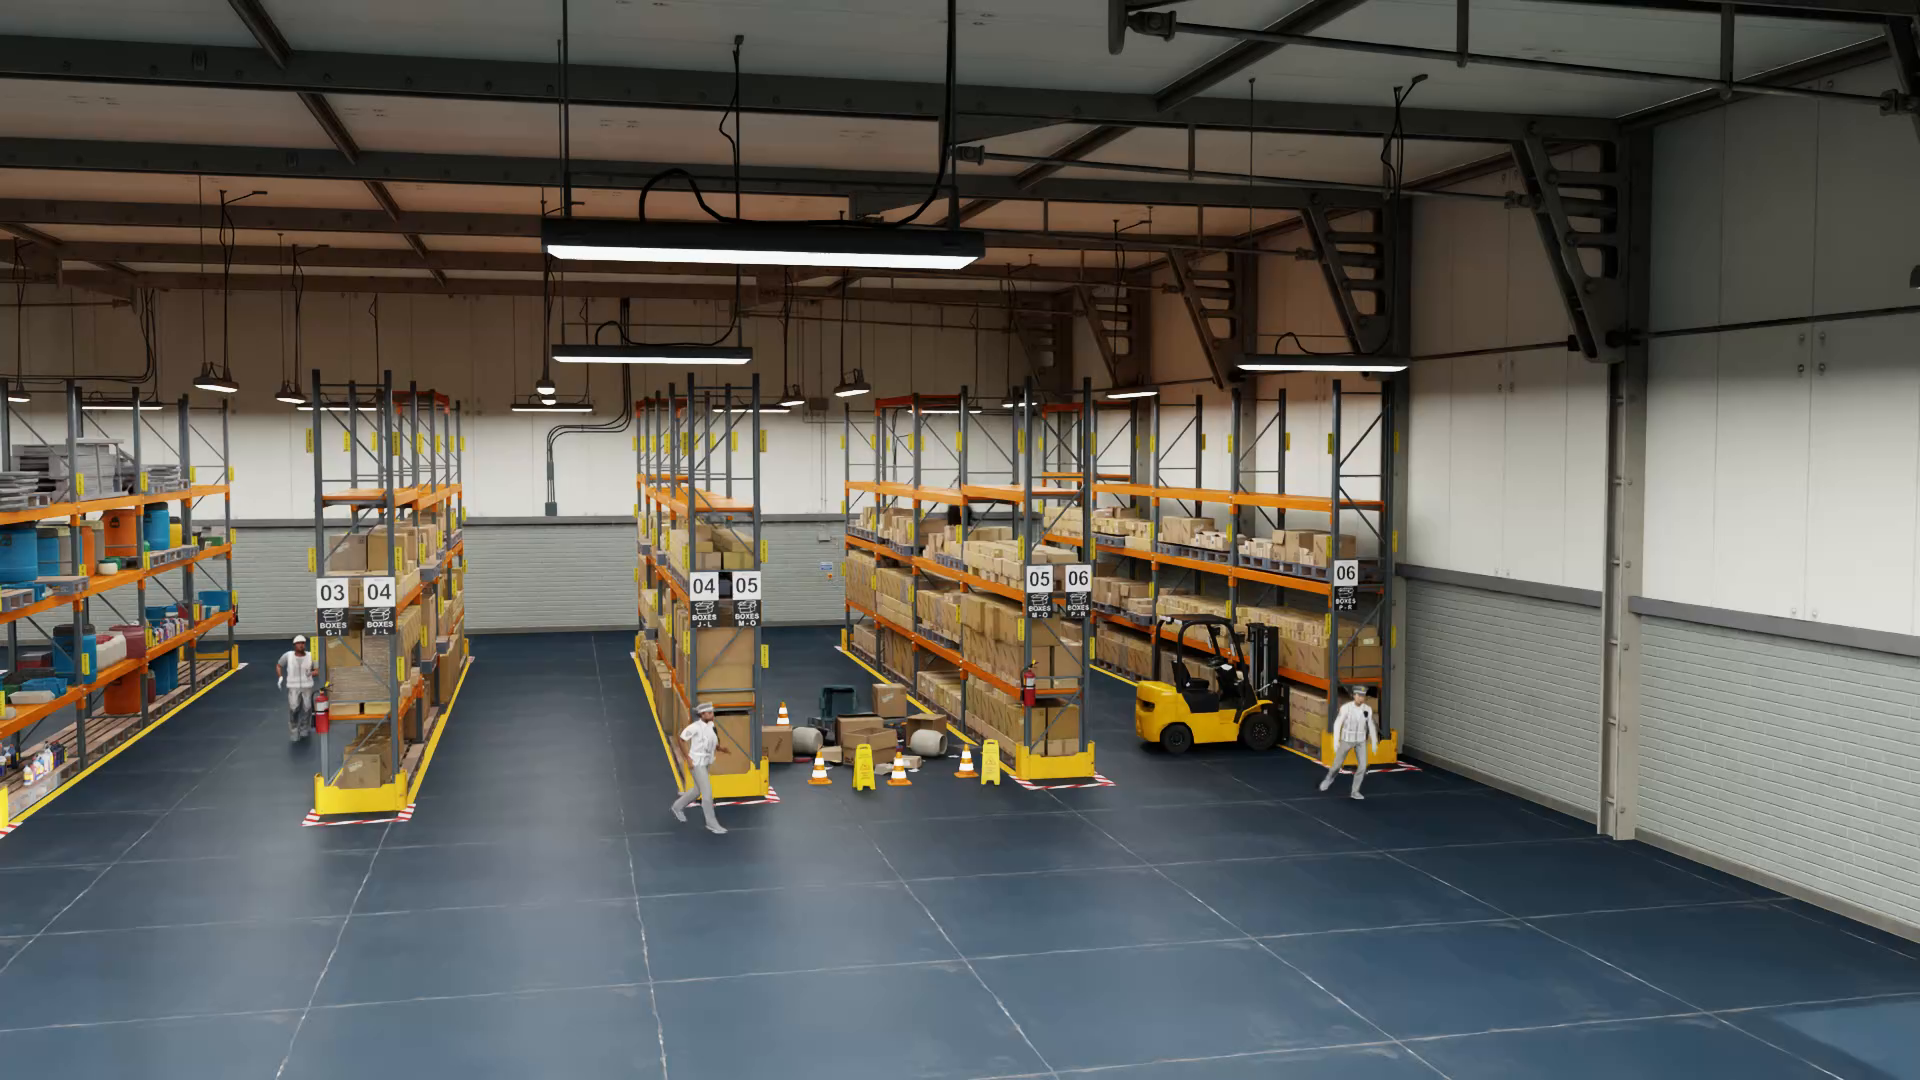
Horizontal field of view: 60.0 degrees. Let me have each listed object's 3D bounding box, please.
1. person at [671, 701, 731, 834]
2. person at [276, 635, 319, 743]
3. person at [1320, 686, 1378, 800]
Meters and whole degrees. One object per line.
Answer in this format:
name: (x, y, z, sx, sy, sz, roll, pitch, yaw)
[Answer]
person: (-3.399, 2.916, 21.552, 0.929, 1.686, 0.546, 1, 4, 24)
person: (-11.093, 2.501, 27.927, 0.676, 1.793, 0.709, -2, 4, -26)
person: (5.510, 2.831, 23.564, 0.715, 1.612, 0.652, 0, 3, -3)
